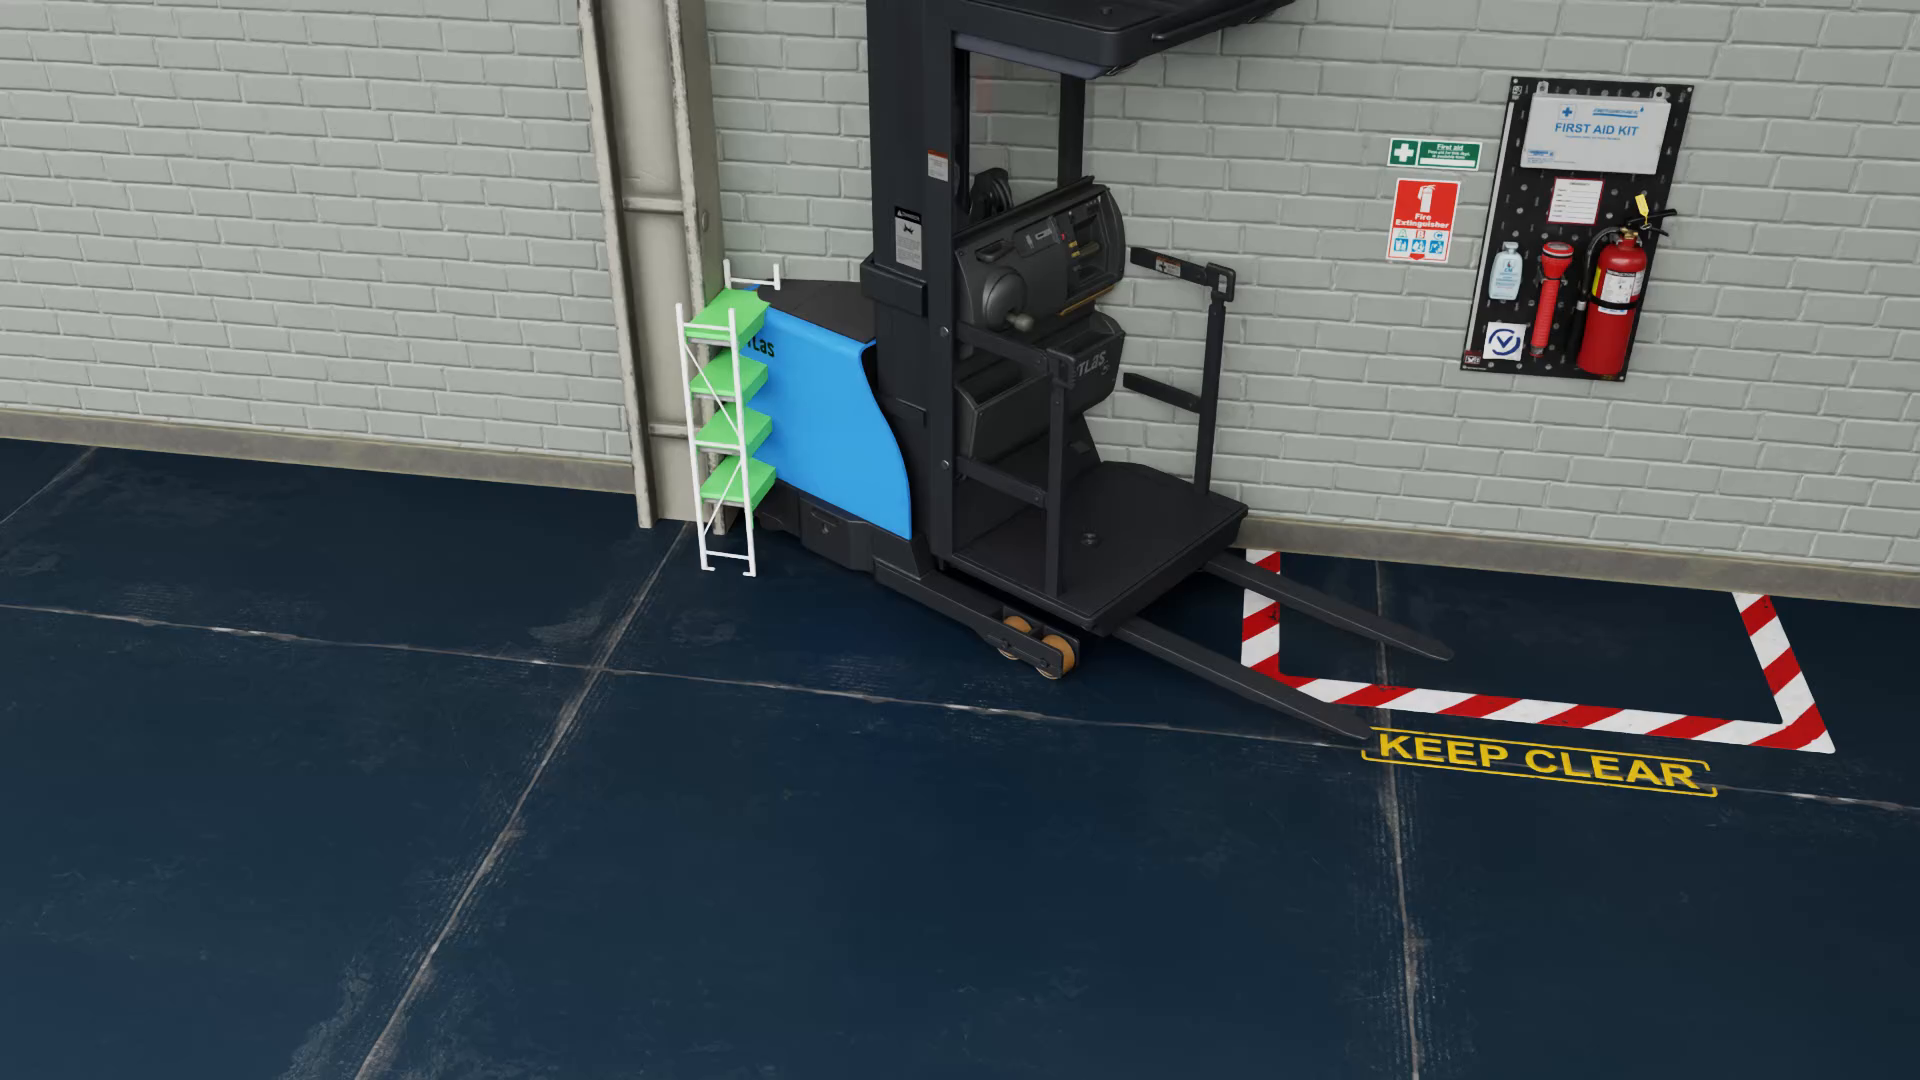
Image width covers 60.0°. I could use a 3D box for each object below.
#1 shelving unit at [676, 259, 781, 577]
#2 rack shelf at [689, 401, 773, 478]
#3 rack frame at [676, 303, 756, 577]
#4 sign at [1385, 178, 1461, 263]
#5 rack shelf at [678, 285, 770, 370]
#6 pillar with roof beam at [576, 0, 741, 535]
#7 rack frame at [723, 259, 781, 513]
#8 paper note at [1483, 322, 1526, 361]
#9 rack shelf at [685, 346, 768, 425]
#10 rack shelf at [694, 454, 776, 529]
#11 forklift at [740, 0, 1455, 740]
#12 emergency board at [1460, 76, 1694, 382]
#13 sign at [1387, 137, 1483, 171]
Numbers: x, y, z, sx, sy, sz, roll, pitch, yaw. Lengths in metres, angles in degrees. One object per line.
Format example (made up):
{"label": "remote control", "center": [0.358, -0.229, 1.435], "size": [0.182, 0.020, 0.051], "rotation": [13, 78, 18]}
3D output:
{"label": "shelving unit", "center": [-0.916, -0.502, 6.920], "size": [0.258, 1.200, 0.503], "rotation": [7, 31, 13]}
{"label": "rack shelf", "center": [-0.915, -0.447, 6.952], "size": [0.258, 0.148, 0.480], "rotation": [7, 31, 13]}
{"label": "rack frame", "center": [-0.979, -0.382, 6.717], "size": [0.240, 1.200, 0.015], "rotation": [7, 31, 13]}
{"label": "sign", "center": [1.761, -1.215, 6.330], "size": [0.234, 0.329, 0.001], "rotation": [5, 32, 8]}
{"label": "rack shelf", "center": [-0.919, -0.861, 6.709], "size": [0.258, 0.148, 0.480], "rotation": [7, 31, 13]}
{"label": "pillar with roof beam", "center": [-1.921, -1.683, 1.457], "size": [0.400, 9.000, 9.100], "rotation": [5, 32, 8]}
{"label": "rack frame", "center": [-0.852, -0.622, 7.123], "size": [0.240, 1.200, 0.015], "rotation": [7, 31, 13]}
{"label": "paper note", "center": [2.125, -0.775, 6.491], "size": [0.142, 0.148, 0.016], "rotation": [5, 32, 8]}
{"label": "rack shelf", "center": [-0.917, -0.654, 6.831], "size": [0.258, 0.148, 0.480], "rotation": [7, 31, 13]}
{"label": "rack shelf", "center": [-0.914, -0.240, 7.073], "size": [0.258, 0.148, 0.480], "rotation": [7, 31, 13]}
{"label": "forklift", "center": [0.473, -1.025, 6.125], "size": [3.031, 2.935, 1.130], "rotation": [25, 40, 34]}
{"label": "emergency board", "center": [2.288, -1.096, 6.174], "size": [0.643, 1.169, 0.194], "rotation": [5, 32, 8]}
{"label": "sign", "center": [1.764, -1.434, 6.181], "size": [0.331, 0.109, 0.001], "rotation": [5, 32, 8]}
